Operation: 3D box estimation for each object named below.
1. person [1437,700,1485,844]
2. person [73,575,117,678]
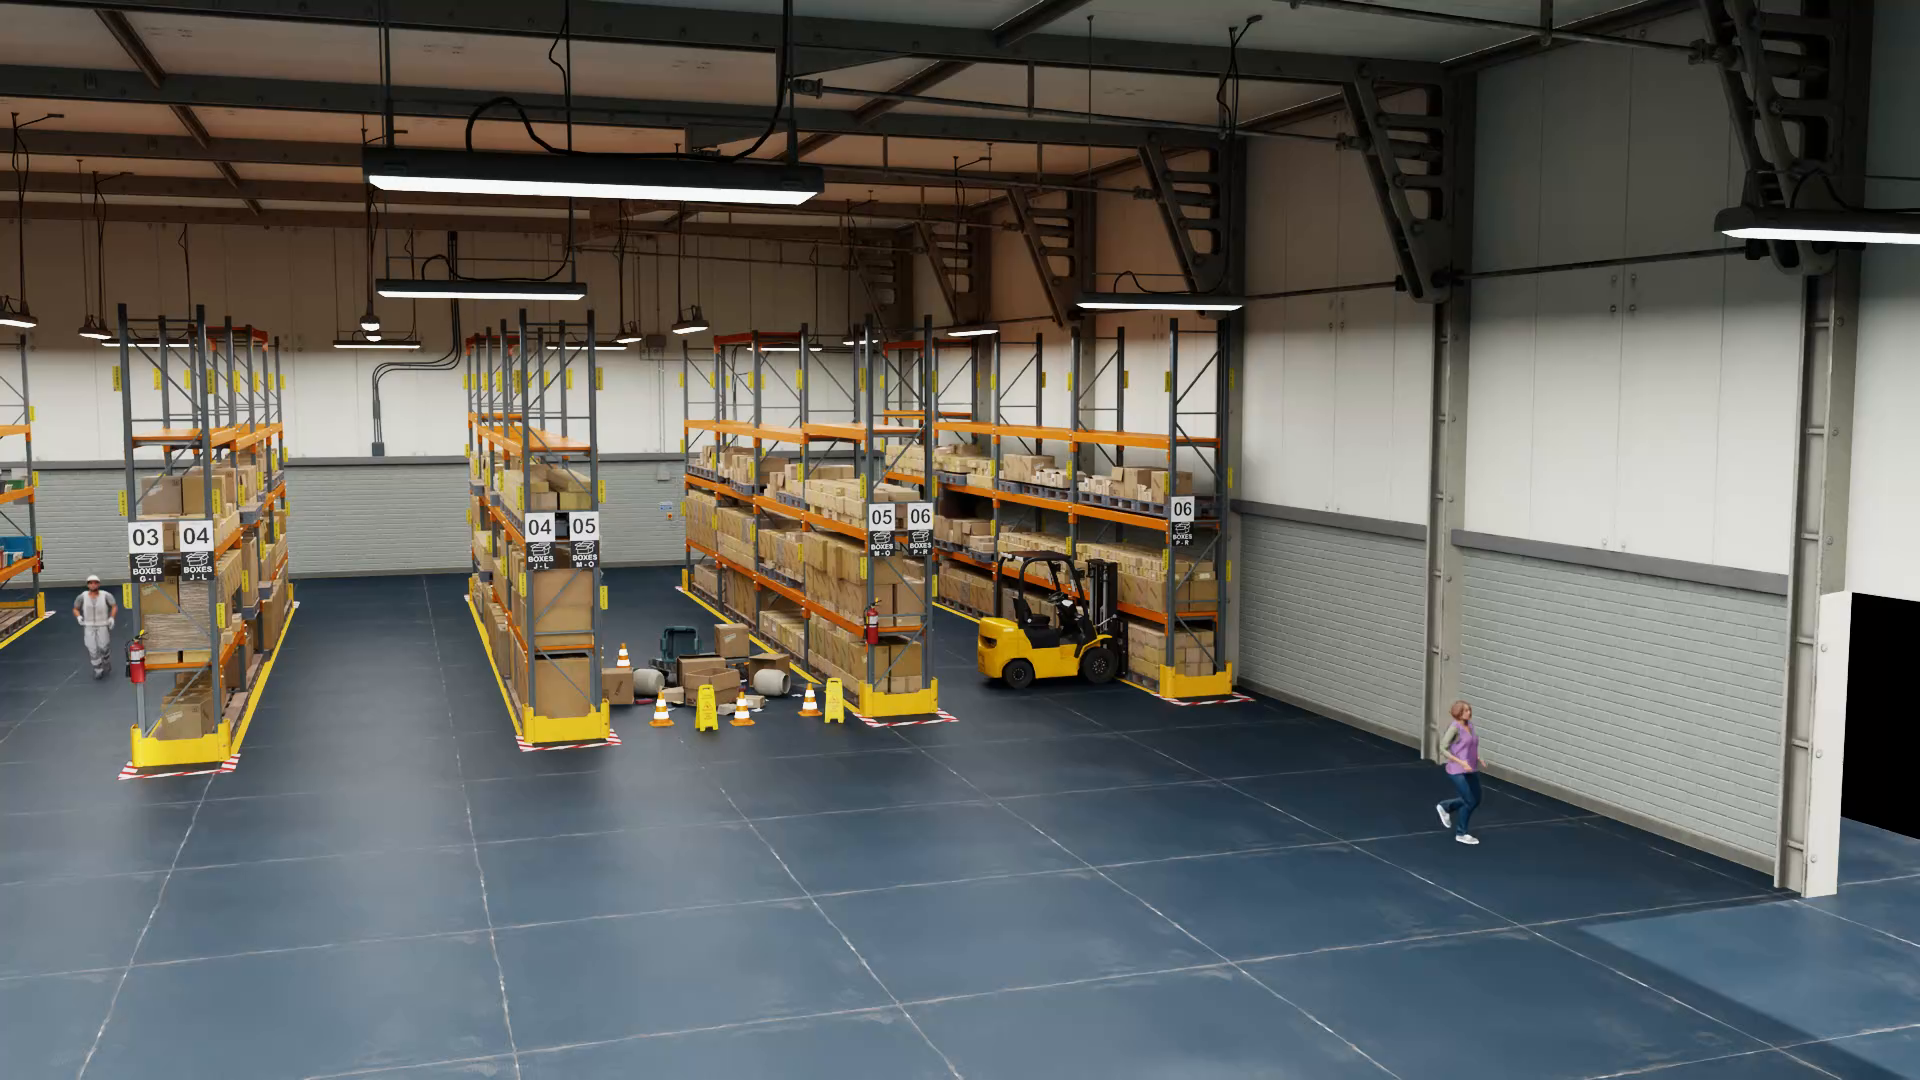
[{"bbox_3d":[5.421,2.514,18.130,0.536,1.548,0.567,-5,7,-40],"label":"person"},{"bbox_3d":[-14.628,1.464,28.118,0.661,1.745,0.586,-2,6,-21],"label":"person"}]
